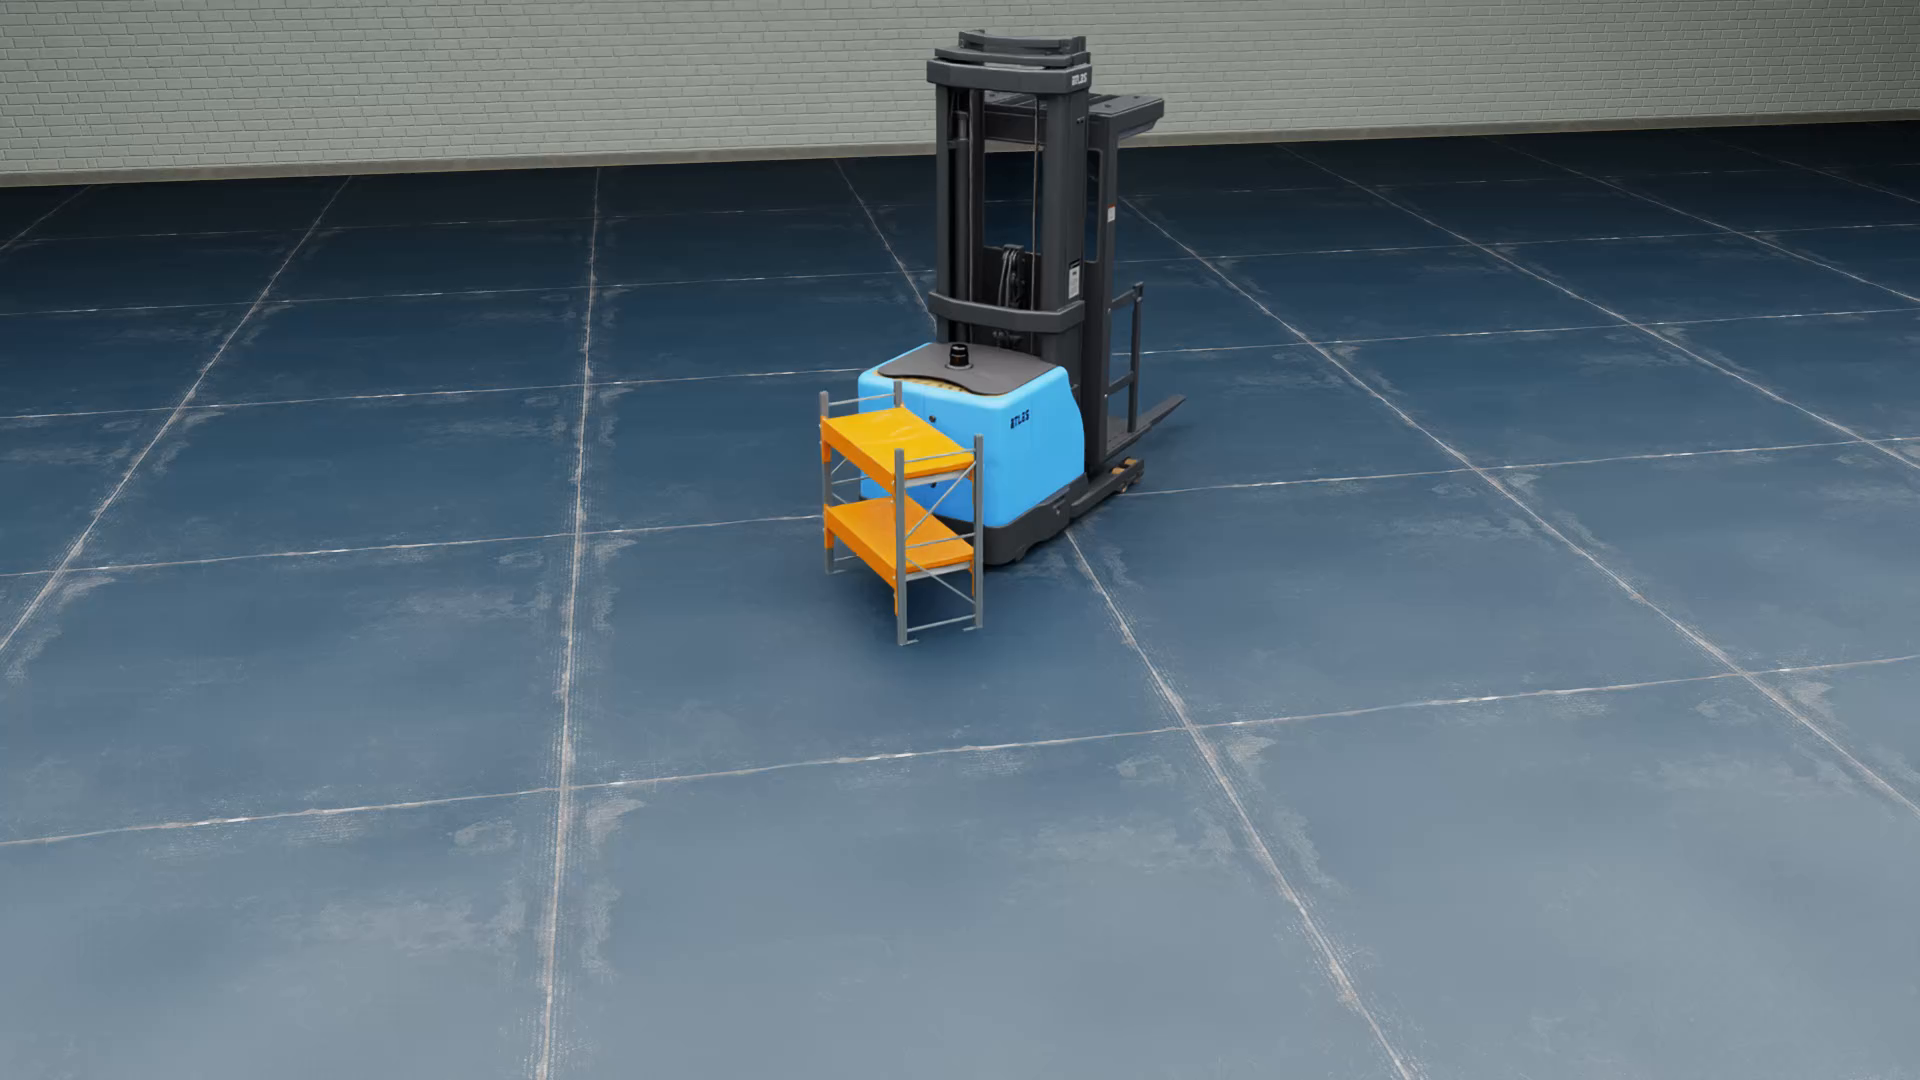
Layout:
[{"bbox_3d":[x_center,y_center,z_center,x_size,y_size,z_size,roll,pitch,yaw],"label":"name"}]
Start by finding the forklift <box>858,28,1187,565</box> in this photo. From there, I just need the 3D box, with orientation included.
[{"bbox_3d":[0.576,-1.740,10.573,1.130,2.935,3.031,14,27,28],"label":"forklift"}]

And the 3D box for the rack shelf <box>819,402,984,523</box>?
[{"bbox_3d":[-0.334,-0.442,9.125,0.538,0.278,1.000,-11,26,-24],"label":"rack shelf"}]

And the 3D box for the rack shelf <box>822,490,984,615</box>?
[{"bbox_3d":[-0.334,0.050,9.340,0.538,0.278,1.000,-11,26,-24],"label":"rack shelf"}]

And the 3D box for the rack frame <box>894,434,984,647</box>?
[{"bbox_3d":[-0.107,0.008,8.825,0.500,1.125,0.032,-11,26,-24],"label":"rack frame"}]

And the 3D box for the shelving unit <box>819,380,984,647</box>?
[{"bbox_3d":[-0.334,-0.174,9.242,0.538,1.125,1.048,-11,26,-24],"label":"shelving unit"}]

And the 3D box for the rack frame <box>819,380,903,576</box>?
[{"bbox_3d":[-0.561,-0.356,9.659,0.500,1.125,0.032,-11,26,-24],"label":"rack frame"}]
